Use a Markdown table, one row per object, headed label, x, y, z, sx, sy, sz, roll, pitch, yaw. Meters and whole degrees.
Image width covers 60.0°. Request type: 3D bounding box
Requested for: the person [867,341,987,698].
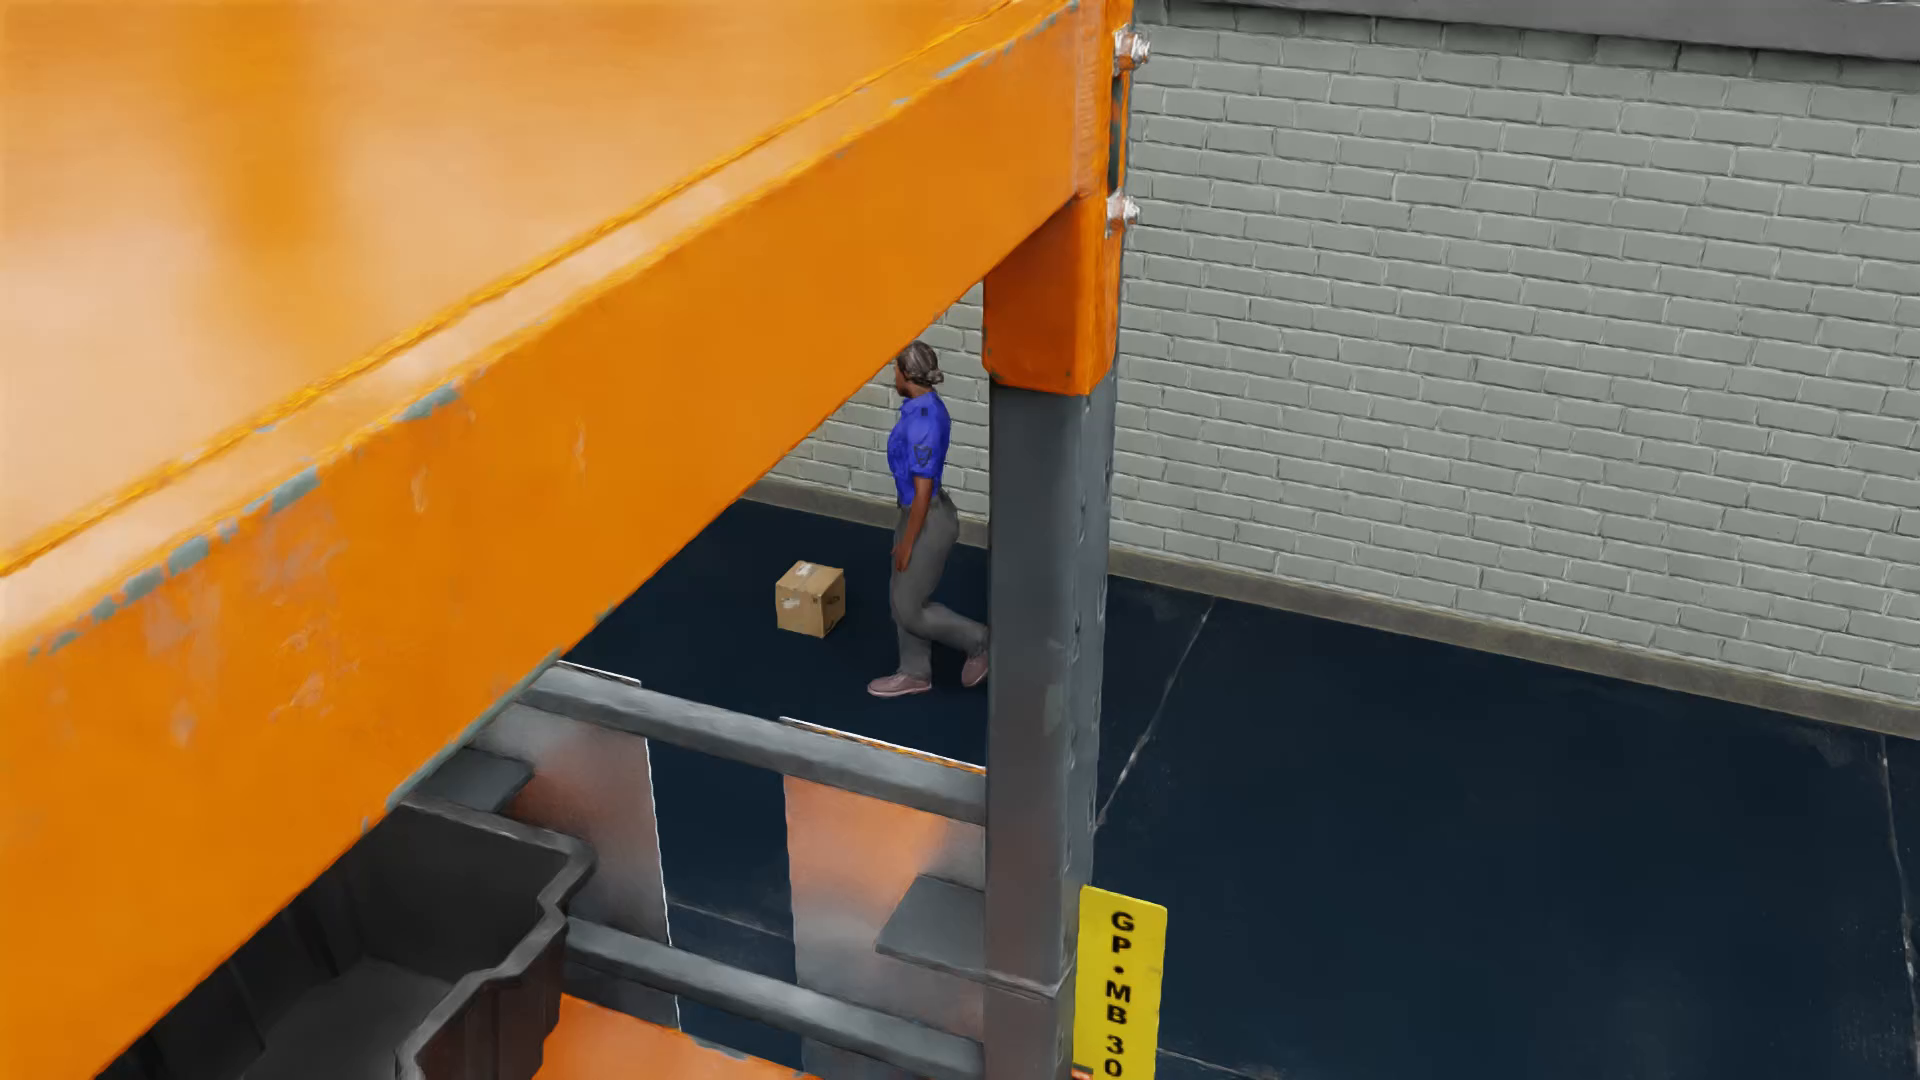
| label | x | y | z | sx | sy | sz | roll | pitch | yaw |
| --- | --- | --- | --- | --- | --- | --- | --- | --- | --- |
| person | -0.116 | -0.067 | 7.270 | 0.622 | 1.629 | 0.504 | -1 | 30 | -3 |
